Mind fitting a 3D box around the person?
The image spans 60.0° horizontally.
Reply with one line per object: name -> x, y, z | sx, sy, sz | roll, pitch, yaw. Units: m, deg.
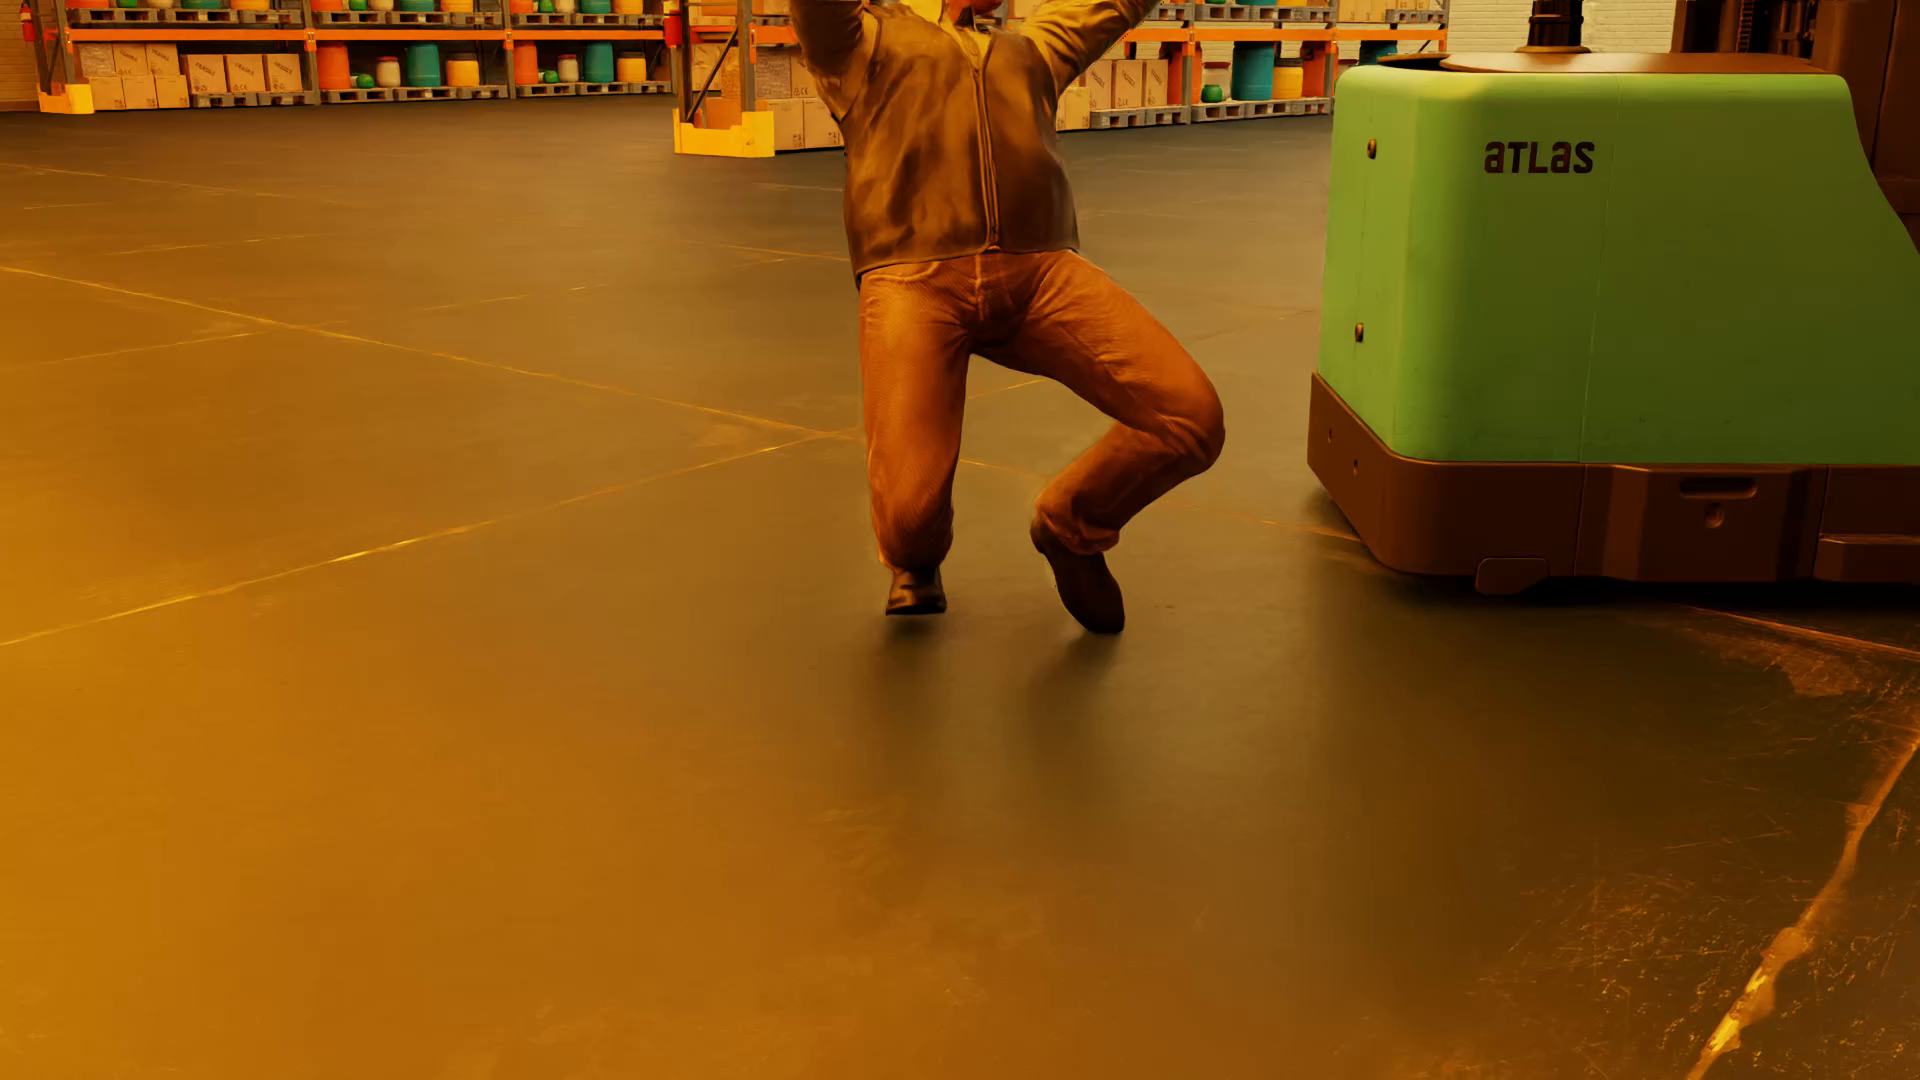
person -> 0.173, -0.605, 3.190 | 1.015, 1.630, 0.787 | -6, 18, -18

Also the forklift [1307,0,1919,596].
forklift -> 2.415, -1.402, 3.515 | 3.031, 2.935, 1.130 | 0, 17, 1
